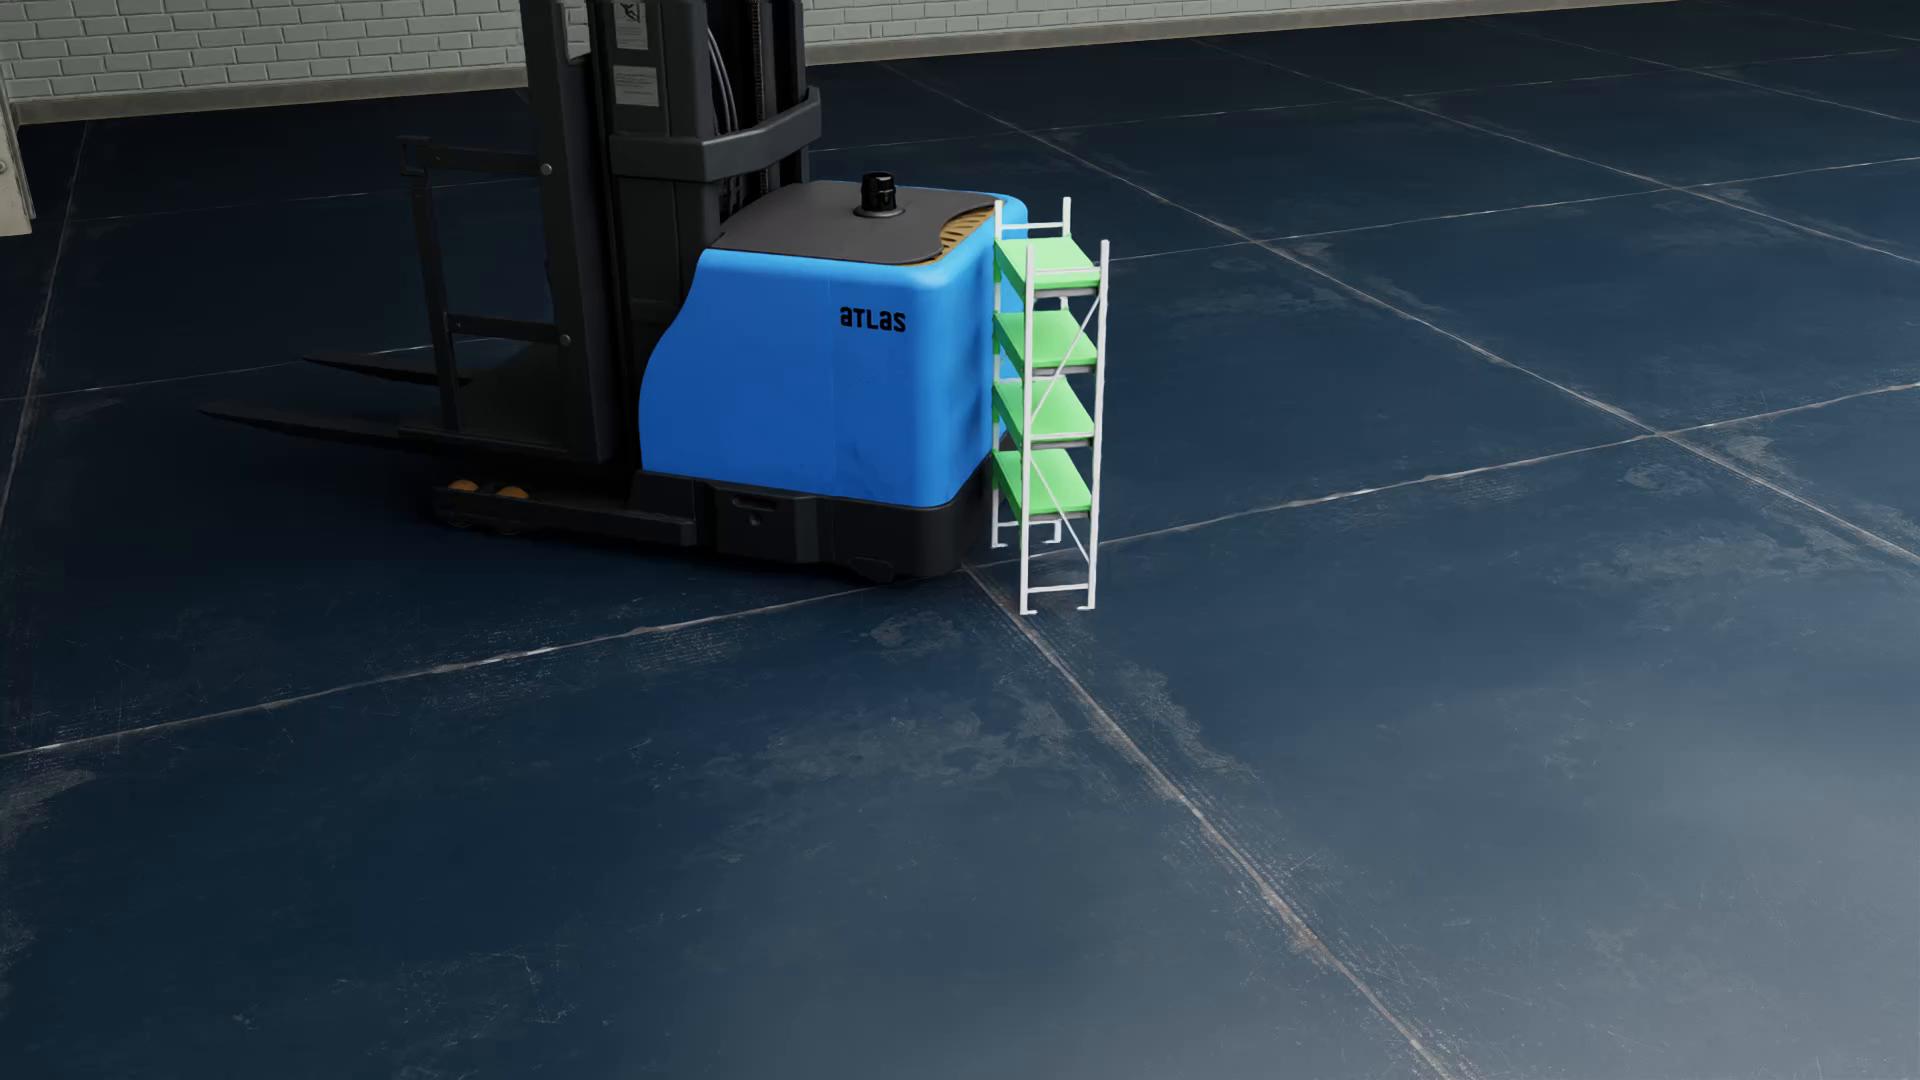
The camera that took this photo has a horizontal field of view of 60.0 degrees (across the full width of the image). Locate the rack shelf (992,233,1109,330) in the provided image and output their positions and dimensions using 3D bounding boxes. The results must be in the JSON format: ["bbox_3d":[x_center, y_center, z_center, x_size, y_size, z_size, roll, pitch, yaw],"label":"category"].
[{"bbox_3d":[0.268,-0.792,5.056,0.258,0.148,0.480,-4,26,-9],"label":"rack shelf"}]

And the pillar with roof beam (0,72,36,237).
[{"bbox_3d":[-1.416,-6.539,8.886,9.100,9.000,0.400,-11,28,-21],"label":"pillar with roof beam"}]

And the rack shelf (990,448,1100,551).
[{"bbox_3d":[0.268,-0.145,5.372,0.258,0.148,0.480,-4,26,-9],"label":"rack shelf"}]

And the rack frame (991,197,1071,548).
[{"bbox_3d":[0.227,-0.523,5.455,0.240,1.200,0.015,-4,26,-9],"label":"rack frame"}]

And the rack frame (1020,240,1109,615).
[{"bbox_3d":[0.309,-0.312,5.022,0.240,1.200,0.015,-4,26,-9],"label":"rack frame"}]

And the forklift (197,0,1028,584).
[{"bbox_3d":[-1.327,-1.543,5.569,3.031,2.935,1.130,8,27,16],"label":"forklift"}]

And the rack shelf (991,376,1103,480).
[{"bbox_3d":[0.268,-0.361,5.266,0.258,0.148,0.480,-4,26,-9],"label":"rack shelf"}]

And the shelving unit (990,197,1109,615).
[{"bbox_3d":[0.268,-0.418,5.238,0.258,1.200,0.503,-4,26,-9],"label":"shelving unit"}]

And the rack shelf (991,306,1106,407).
[{"bbox_3d":[0.268,-0.576,5.161,0.258,0.148,0.480,-4,26,-9],"label":"rack shelf"}]
